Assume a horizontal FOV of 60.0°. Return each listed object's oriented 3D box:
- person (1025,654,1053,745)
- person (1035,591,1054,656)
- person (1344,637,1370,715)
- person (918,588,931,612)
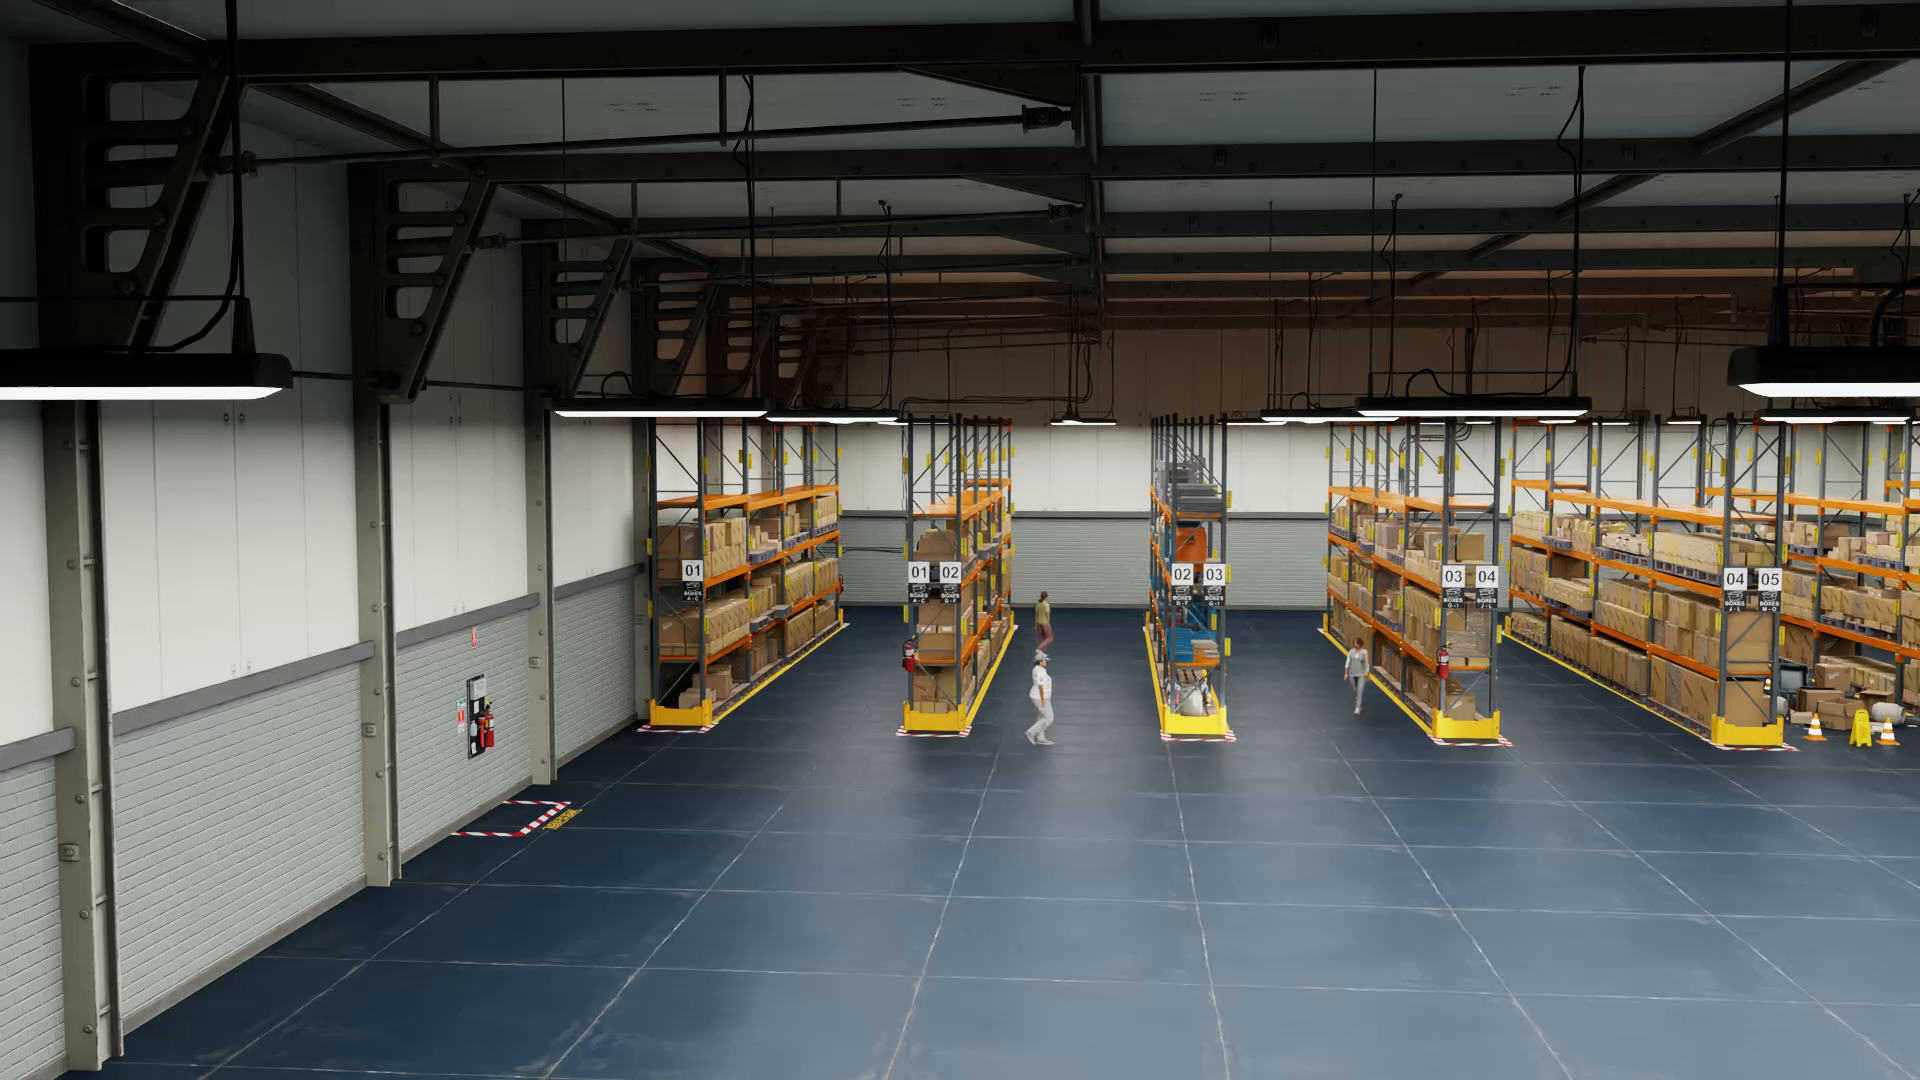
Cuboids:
[{"bbox_3d":[1.413,2.869,29.879,0.547,1.655,0.518,-1,4,-11],"label":"person"},{"bbox_3d":[2.023,2.112,41.230,0.499,1.671,0.497,-3,5,-41],"label":"person"},{"bbox_3d":[7.883,2.705,33.122,0.448,1.545,0.970,2,4,31],"label":"person"},{"bbox_3d":[-0.863,1.857,44.981,0.517,1.617,1.034,1,4,8],"label":"person"}]
